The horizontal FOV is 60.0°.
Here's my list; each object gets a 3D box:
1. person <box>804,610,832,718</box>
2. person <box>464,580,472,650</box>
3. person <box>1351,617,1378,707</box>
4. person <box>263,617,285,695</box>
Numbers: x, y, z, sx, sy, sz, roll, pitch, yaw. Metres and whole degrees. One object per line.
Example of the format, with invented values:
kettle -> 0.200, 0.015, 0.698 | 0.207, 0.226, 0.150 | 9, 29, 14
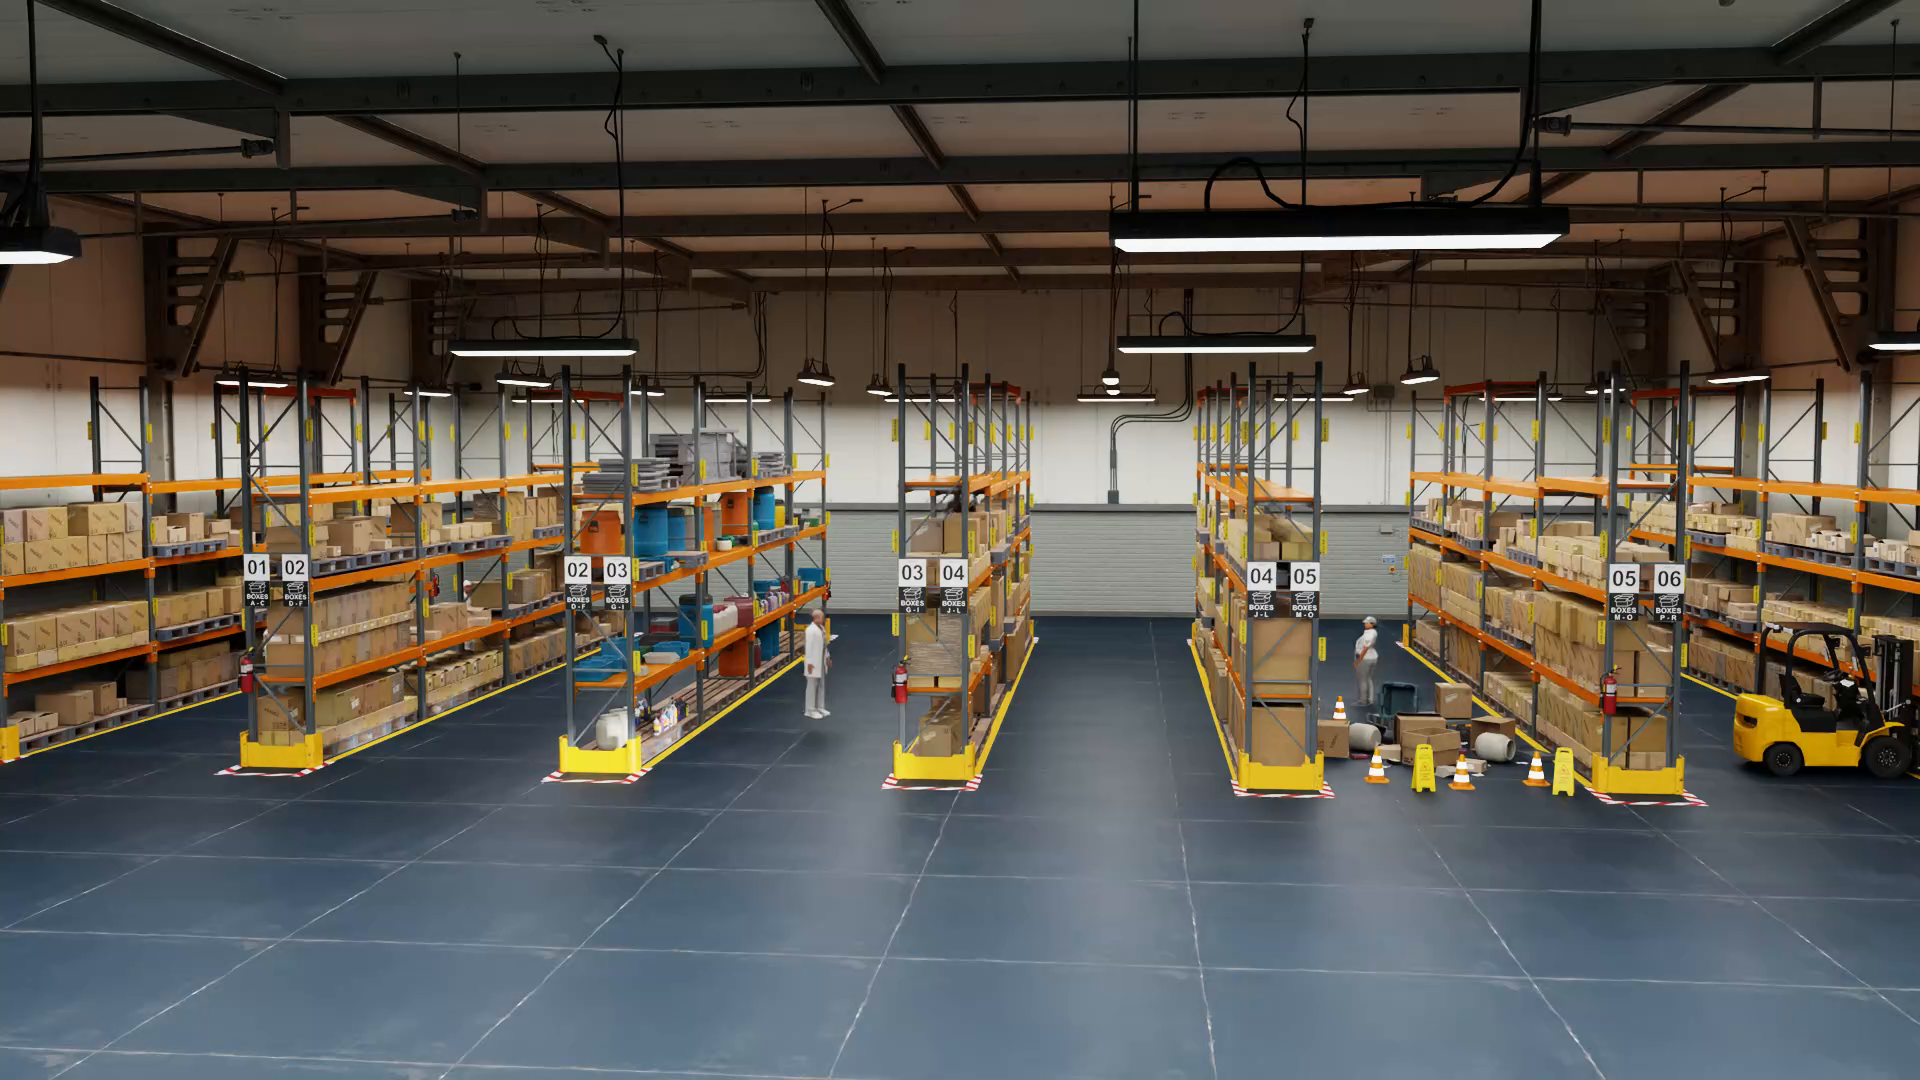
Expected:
person -> -2.375, 2.056, 27.720 | 0.423, 1.798, 0.619 | 1, 4, 20
person -> -10.744, 1.771, 36.419 | 0.458, 1.792, 0.564 | 0, 4, 8
person -> 7.407, 2.243, 30.406 | 0.457, 1.699, 0.569 | 3, 5, 41
person -> -12.673, 2.189, 30.749 | 0.419, 1.685, 0.509 | 3, 5, 41
